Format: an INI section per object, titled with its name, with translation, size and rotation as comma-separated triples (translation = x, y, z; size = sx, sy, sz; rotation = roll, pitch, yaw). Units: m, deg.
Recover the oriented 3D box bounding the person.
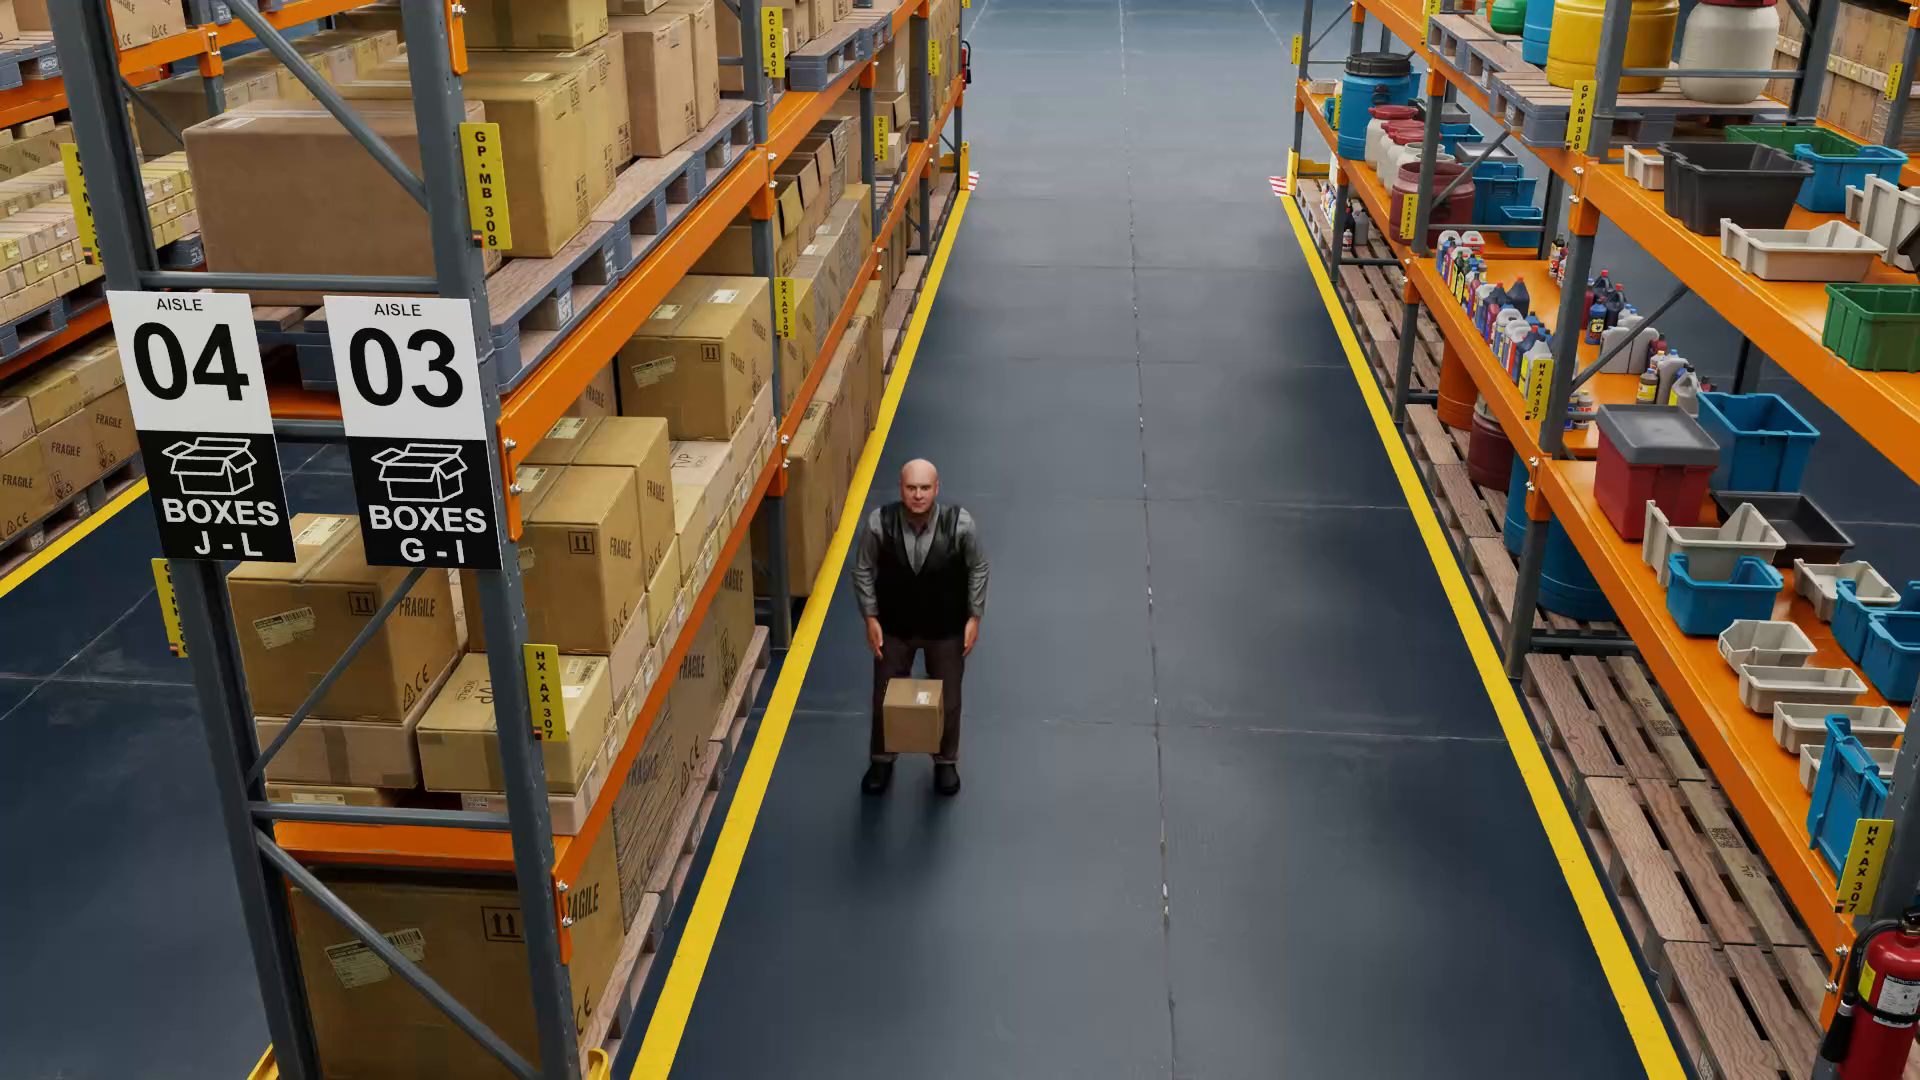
[person]
translation = -0.184, 0.409, 7.738
size = 0.637, 1.715, 0.424
rotation = 2, 24, 4
